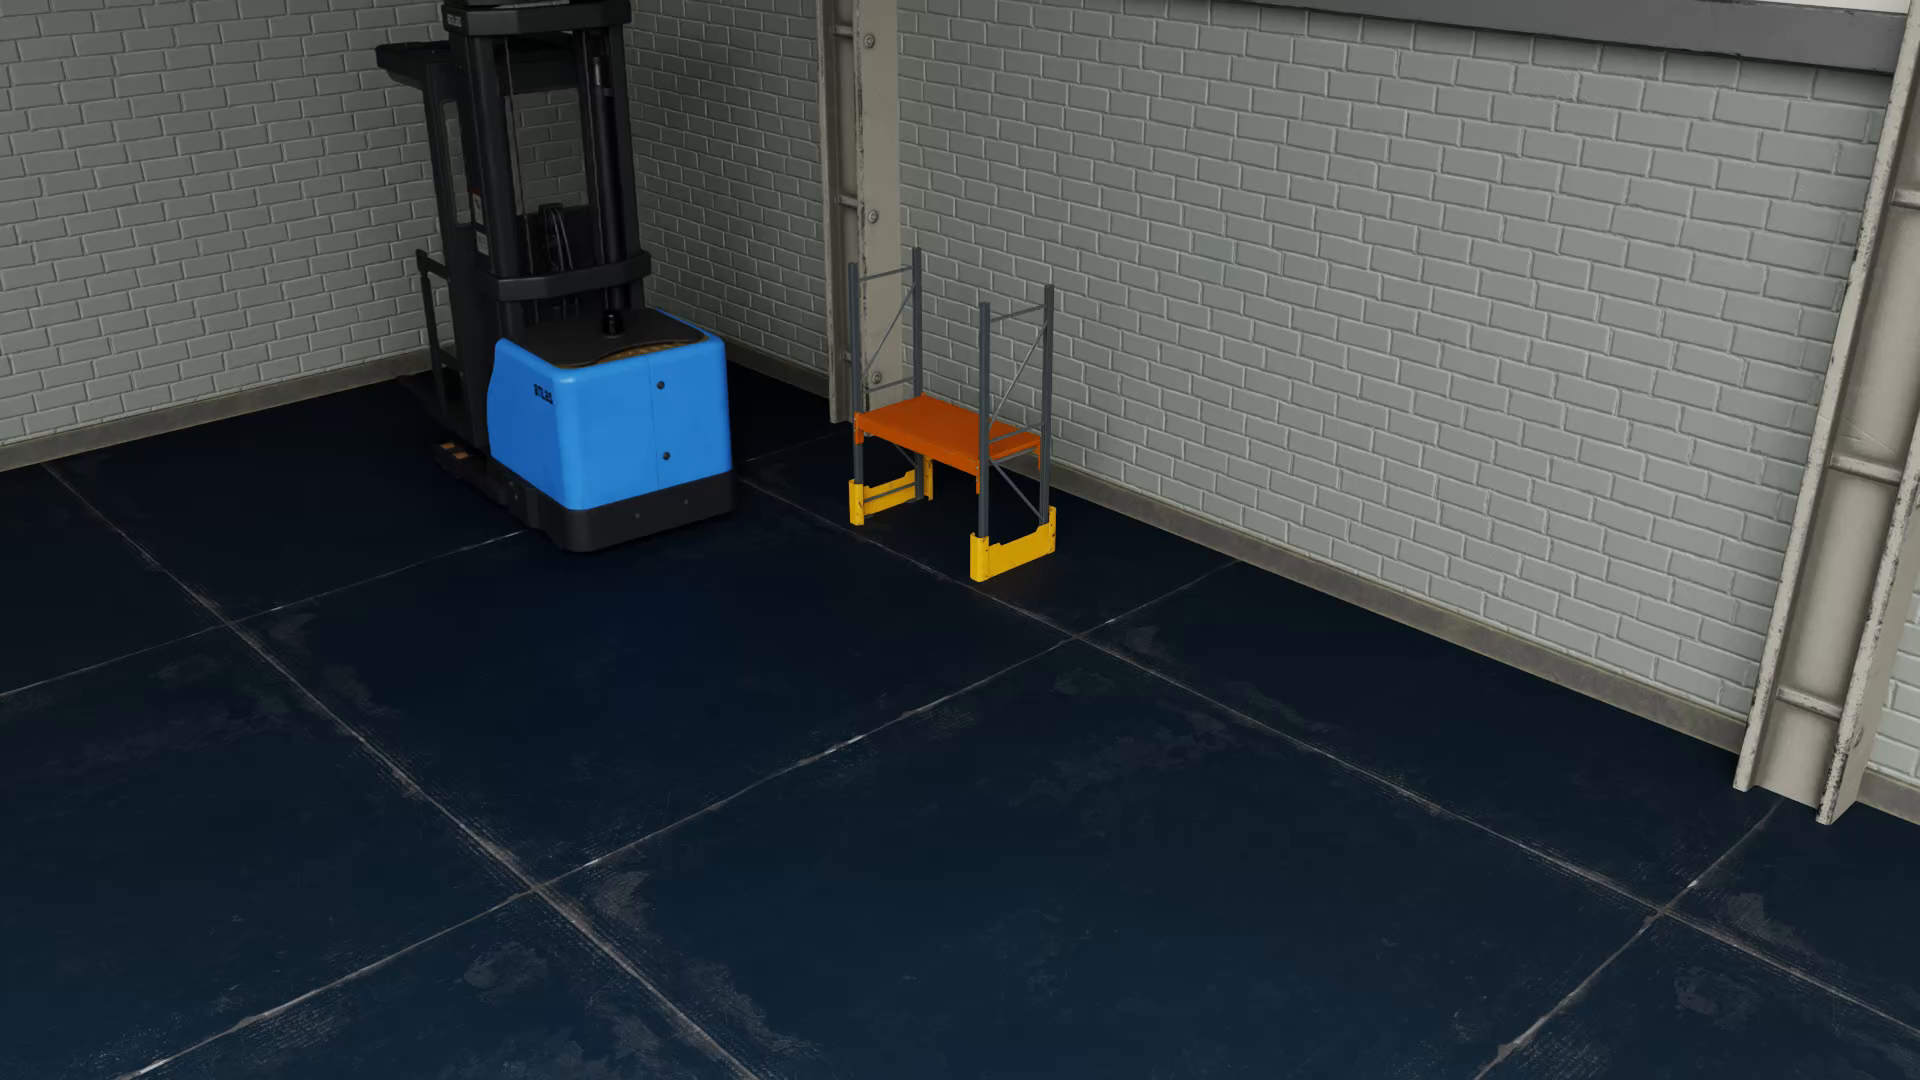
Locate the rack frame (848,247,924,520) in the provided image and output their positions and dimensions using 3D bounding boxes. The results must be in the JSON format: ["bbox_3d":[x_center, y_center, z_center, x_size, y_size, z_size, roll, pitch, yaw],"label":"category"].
[{"bbox_3d":[-0.406,-0.862,9.333,0.500,1.500,0.032,-21,32,-38],"label":"rack frame"}]

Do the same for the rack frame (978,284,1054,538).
[{"bbox_3d":[0.289,-0.554,8.658,0.500,1.500,0.032,-21,32,-38],"label":"rack frame"}]

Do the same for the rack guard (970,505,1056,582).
[{"bbox_3d":[0.288,0.014,8.918,0.587,0.250,0.087,-21,32,-38],"label":"rack guard"}]

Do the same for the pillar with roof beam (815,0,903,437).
[{"bbox_3d":[-3.756,-3.639,6.385,9.100,9.000,0.400,-21,32,-38],"label":"pillar with roof beam"}]

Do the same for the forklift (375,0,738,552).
[{"bbox_3d":[-2.572,-1.812,9.692,1.130,2.935,3.031,-18,30,-34],"label":"forklift"}]

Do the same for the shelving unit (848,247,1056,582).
[{"bbox_3d":[-0.052,-0.705,8.989,0.587,1.500,1.083,-21,32,-38],"label":"shelving unit"}]

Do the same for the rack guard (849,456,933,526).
[{"bbox_3d":[-0.392,-0.288,9.579,0.587,0.250,0.087,-21,32,-38],"label":"rack guard"}]

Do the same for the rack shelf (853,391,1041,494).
[{"bbox_3d":[-0.058,-0.545,9.070,0.538,0.185,1.000,-21,32,-38],"label":"rack shelf"}]

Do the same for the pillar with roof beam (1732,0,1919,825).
[{"bbox_3d":[0.345,-1.821,2.400,9.100,9.000,0.400,-21,32,-38],"label":"pillar with roof beam"}]
